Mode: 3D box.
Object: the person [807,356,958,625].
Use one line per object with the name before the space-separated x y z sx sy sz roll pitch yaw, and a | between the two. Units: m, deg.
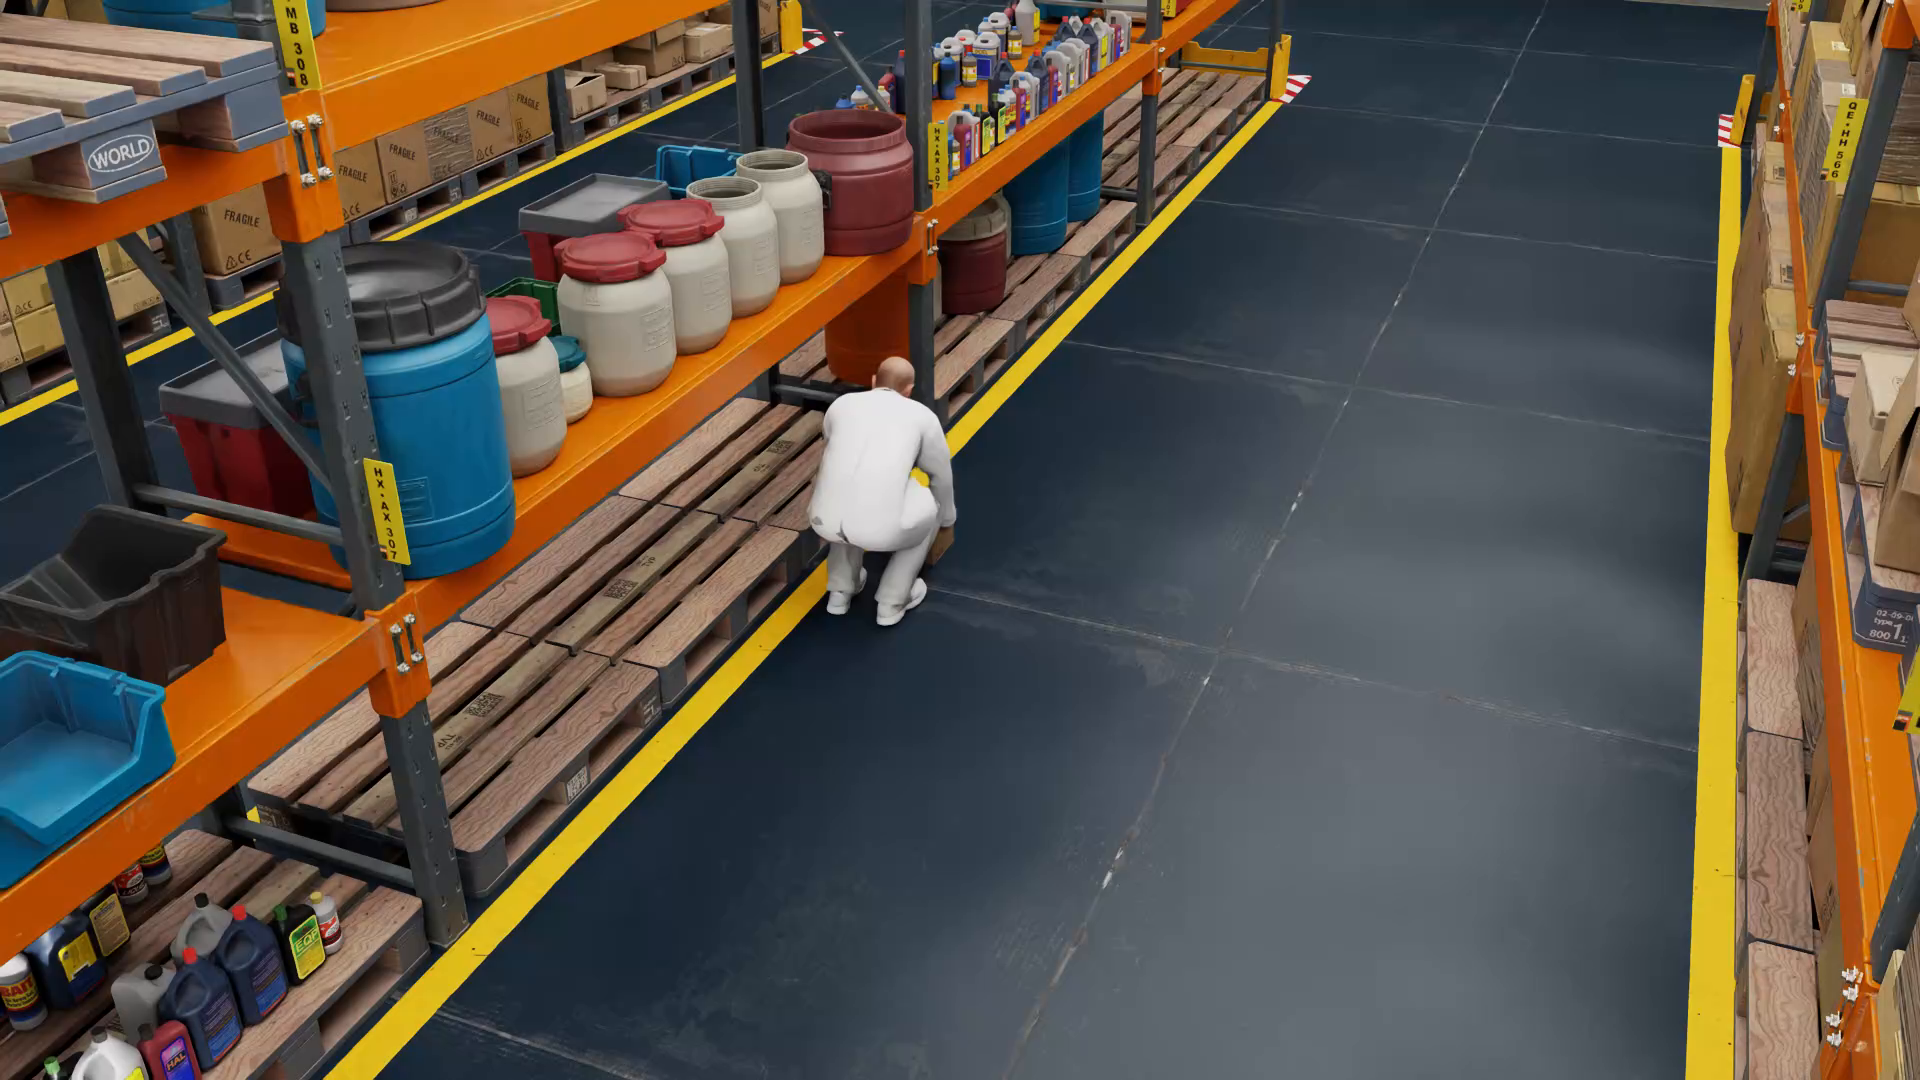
person | -0.359 -0.212 7.329 0.610 0.989 0.903 11 31 19
